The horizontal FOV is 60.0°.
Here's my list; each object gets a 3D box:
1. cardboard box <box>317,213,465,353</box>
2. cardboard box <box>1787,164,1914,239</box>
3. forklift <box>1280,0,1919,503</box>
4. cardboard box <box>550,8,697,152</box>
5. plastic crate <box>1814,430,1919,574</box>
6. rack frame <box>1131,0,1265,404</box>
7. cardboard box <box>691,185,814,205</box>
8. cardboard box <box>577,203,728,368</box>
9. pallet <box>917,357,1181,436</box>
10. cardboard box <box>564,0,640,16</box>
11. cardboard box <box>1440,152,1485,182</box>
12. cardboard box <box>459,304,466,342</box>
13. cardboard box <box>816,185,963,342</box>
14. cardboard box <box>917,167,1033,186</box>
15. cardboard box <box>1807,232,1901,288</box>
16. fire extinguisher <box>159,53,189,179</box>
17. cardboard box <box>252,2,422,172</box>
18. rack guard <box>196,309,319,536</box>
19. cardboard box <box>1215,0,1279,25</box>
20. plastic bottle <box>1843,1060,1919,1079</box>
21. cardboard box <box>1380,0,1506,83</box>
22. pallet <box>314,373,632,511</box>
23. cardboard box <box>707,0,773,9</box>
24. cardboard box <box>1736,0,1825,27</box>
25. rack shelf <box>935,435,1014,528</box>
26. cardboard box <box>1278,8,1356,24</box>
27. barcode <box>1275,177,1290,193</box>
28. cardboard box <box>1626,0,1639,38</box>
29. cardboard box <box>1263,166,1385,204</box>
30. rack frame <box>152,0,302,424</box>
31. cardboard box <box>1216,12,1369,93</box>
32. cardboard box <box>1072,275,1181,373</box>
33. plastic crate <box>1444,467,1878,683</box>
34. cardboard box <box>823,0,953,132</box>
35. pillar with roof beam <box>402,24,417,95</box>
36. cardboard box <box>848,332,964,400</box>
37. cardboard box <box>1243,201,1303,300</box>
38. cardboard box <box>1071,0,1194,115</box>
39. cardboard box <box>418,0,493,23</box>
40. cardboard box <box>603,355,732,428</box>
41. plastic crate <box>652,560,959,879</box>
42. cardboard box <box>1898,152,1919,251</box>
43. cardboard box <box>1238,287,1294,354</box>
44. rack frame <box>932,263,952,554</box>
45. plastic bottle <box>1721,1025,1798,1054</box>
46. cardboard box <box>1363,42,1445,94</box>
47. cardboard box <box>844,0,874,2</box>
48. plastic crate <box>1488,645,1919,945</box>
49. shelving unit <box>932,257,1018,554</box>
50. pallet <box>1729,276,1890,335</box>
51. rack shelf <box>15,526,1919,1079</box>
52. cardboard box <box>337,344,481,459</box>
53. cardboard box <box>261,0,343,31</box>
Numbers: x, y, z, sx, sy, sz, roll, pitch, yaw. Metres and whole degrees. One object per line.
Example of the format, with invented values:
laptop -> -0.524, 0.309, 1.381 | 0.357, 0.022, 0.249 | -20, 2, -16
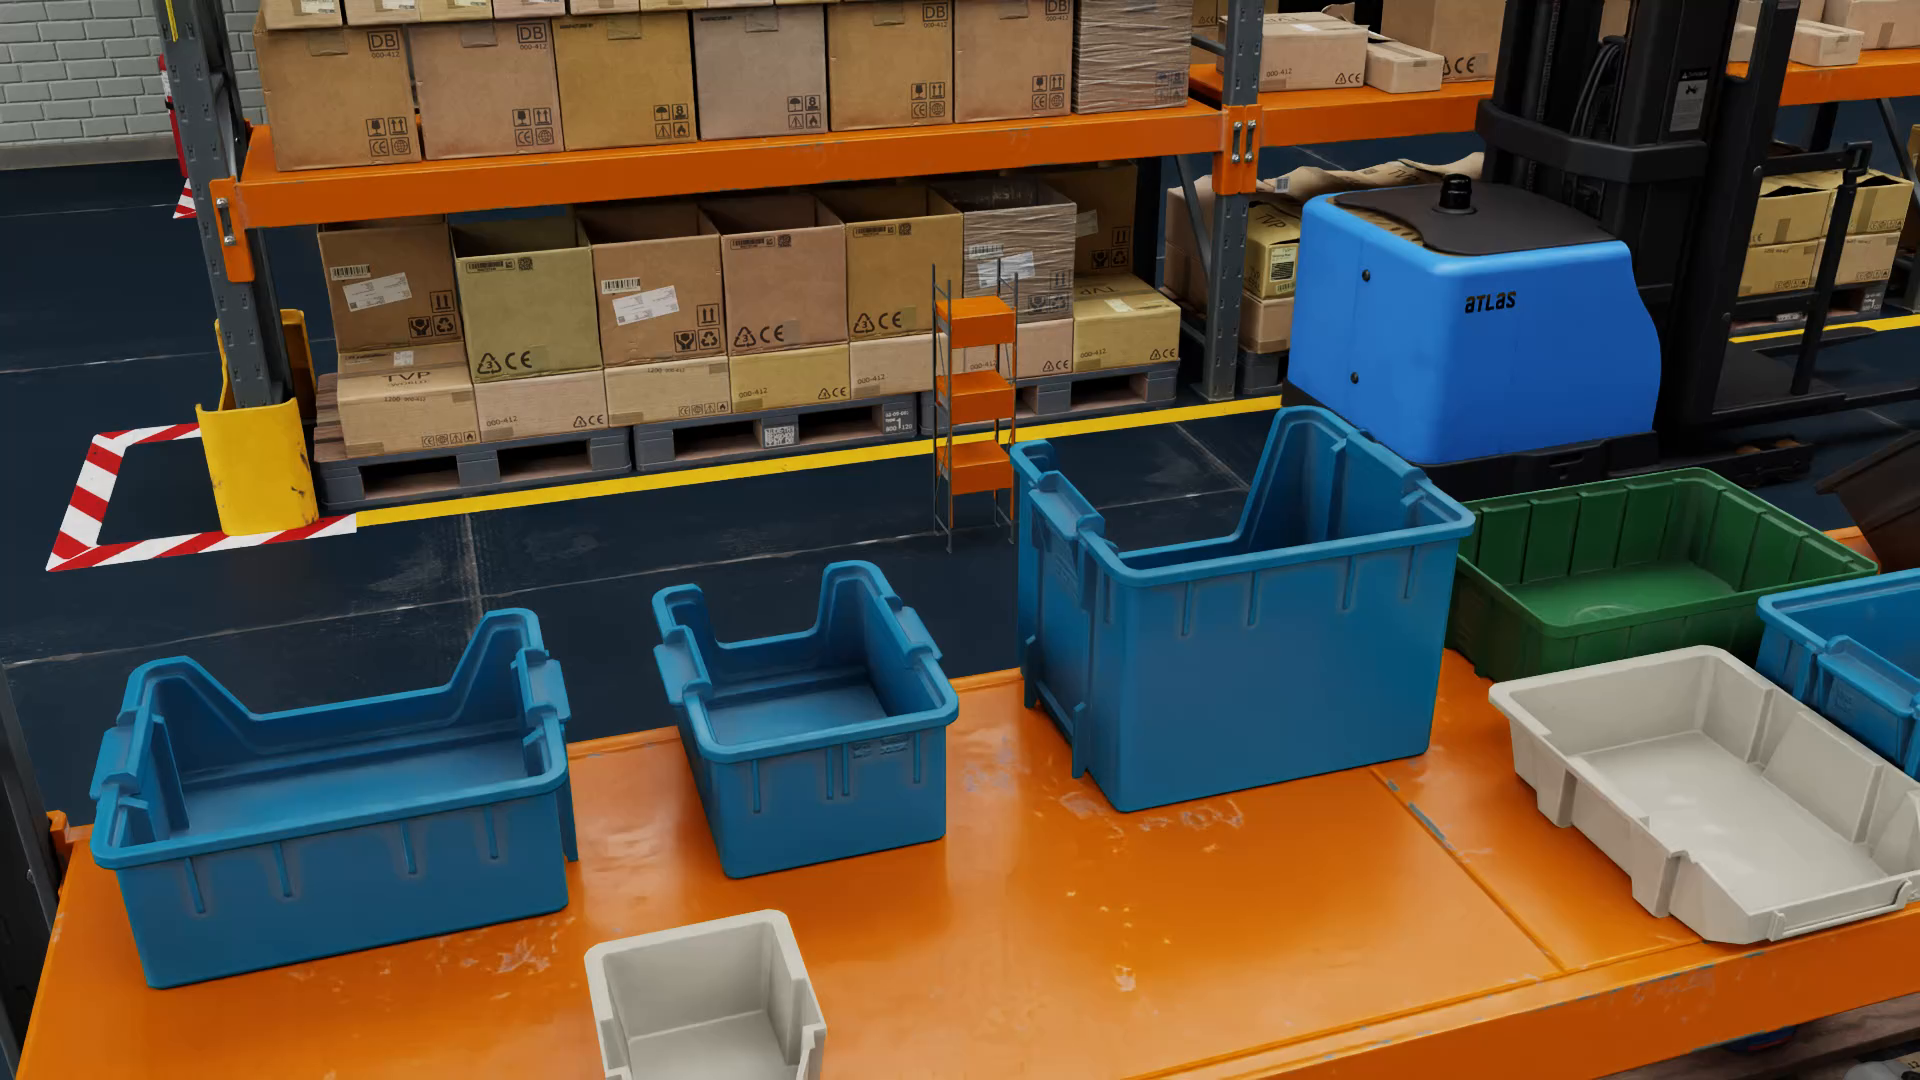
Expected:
cardboard box -> -2.358, -1.116, 6.902 | 0.500, 0.500, 0.500 | -8, 28, -16
cardboard box -> 4.409, -1.757, 8.405 | 0.500, 0.311, 0.500 | -8, 27, -15
forklift -> 2.915, -1.735, 6.449 | 3.031, 2.935, 1.130 | -9, 28, -17
cardboard box -> -1.356, -1.868, 6.527 | 0.500, 0.500, 0.700 | -8, 28, -16
plastic crate -> 2.021, -0.034, 3.015 | 0.504, 0.338, 0.767 | -8, 28, -16
rack frame -> 1.027, -2.175, 7.258 | 0.127, 3.000, 1.000 | -8, 28, -16
cardboard box -> -0.936, -1.328, 7.329 | 0.500, 0.500, 0.500 | -8, 28, -16
cardboard box -> -1.251, -1.040, 6.749 | 0.500, 0.500, 0.500 | -8, 28, -16
pallet -> 0.258, -0.834, 7.693 | 1.213, 0.211, 1.003 | -8, 28, -16
cardboard box -> -1.355, -2.065, 6.195 | 0.250, 0.149, 0.380 | -9, 28, -18
cardboard box -> 2.771, -1.769, 8.430 | 0.500, 0.311, 0.500 | -9, 28, -17
cardboard box -> -1.886, -0.853, 7.215 | 0.500, 0.250, 0.500 | -8, 28, -16
cardboard box -> -0.299, -1.177, 7.023 | 0.500, 0.500, 0.500 | -8, 28, -16
cardboard box -> 0.017, -1.464, 7.602 | 0.500, 0.500, 0.500 | -8, 28, -16
cardboard box -> 4.406, -1.507, 8.531 | 0.500, 0.250, 0.500 | -8, 27, -15
fire extinguisher -> -3.032, -1.770, 6.528 | 0.183, 0.674, 0.296 | -8, 28, -16
cardboard box -> -2.328, -1.728, 6.244 | 0.500, 0.500, 0.700 | -8, 28, -16
rack guard -> -2.799, -0.501, 6.697 | 0.348, 0.500, 1.175 | -8, 28, -16
cardboard box -> 2.063, -4.060, 12.527 | 0.500, 0.250, 0.500 | -8, 27, -15
plastic bottle -> 1.782, 1.121, 3.188 | 0.135, 0.276, 0.152 | -8, 28, -16
cardboard box -> 2.264, -2.391, 7.581 | 0.500, 0.500, 0.500 | -6, 27, -12
pallet -> -2.062, -0.498, 7.016 | 1.213, 0.211, 1.003 | -8, 28, -16
cardboard box -> -0.874, -2.134, 6.333 | 0.250, 0.149, 0.380 | -8, 27, -16
cardboard box -> 3.920, -2.645, 8.304 | 0.500, 0.311, 0.500 | -9, 28, -17
rack shelf -> 0.051, -0.219, 6.160 | 0.240, 0.259, 0.215 | -8, 28, -16
cardboard box -> 2.625, -3.776, 12.799 | 0.500, 0.500, 0.700 | -8, 27, -15
barcode -> 1.399, -1.541, 7.218 | 0.075, 0.075, 0.001 | -8, 28, -16
cardboard box -> 3.240, -2.533, 7.866 | 0.500, 0.500, 0.500 | -10, 28, -19
cardboard box -> 1.816, -1.634, 8.157 | 0.500, 0.311, 0.500 | -7, 27, -15
rack frame -> -2.776, -1.624, 6.148 | 0.127, 3.000, 1.000 | -8, 28, -16
cardboard box -> 1.482, -2.194, 7.465 | 0.500, 0.250, 0.500 | -7, 27, -13
cardboard box -> 0.654, -0.975, 7.461 | 0.500, 0.250, 0.500 | -8, 28, -16
plastic crate -> 1.180, 0.082, 2.949 | 0.662, 0.188, 0.450 | -8, 28, -16
cardboard box -> -0.370, -2.013, 6.819 | 0.500, 0.500, 0.700 | -8, 27, -15
pillar with roof beam -> -2.583, -5.047, 6.296 | 0.400, 9.000, 9.100 | -8, 28, -16
cardboard box -> -0.295, -0.835, 7.179 | 0.500, 0.250, 0.500 | -8, 28, -16
cardboard box -> 1.497, -1.334, 7.553 | 0.500, 0.311, 0.500 | -8, 28, -16
cardboard box -> 0.607, -2.156, 7.107 | 0.500, 0.500, 0.700 | -9, 28, -17
cardboard box -> -1.848, -1.994, 6.051 | 0.250, 0.149, 0.380 | -8, 28, -16
cardboard box -> -1.247, -0.699, 6.906 | 0.500, 0.250, 0.500 | -8, 28, -16
plastic crate -> -0.243, 0.255, 2.530 | 0.408, 0.251, 0.499 | -8, 28, -16
cardboard box -> 5.352, -1.745, 8.708 | 0.500, 0.500, 0.500 | -7, 27, -14
cardboard box -> 1.488, -1.082, 7.677 | 0.500, 0.250, 0.500 | -9, 28, -17
rack frame -> -0.065, -0.461, 5.998 | 0.008, 1.050, 0.200 | -8, 28, -16
plastic bottle -> 1.706, 0.906, 3.536 | 0.185, 0.351, 0.144 | -8, 28, -16
cardboard box -> 1.933, -2.098, 7.385 | 0.250, 0.149, 0.380 | -8, 28, -16
cardboard box -> -0.373, -2.208, 6.482 | 0.250, 0.149, 0.380 | -7, 27, -15
plastic crate -> 1.092, 0.369, 2.430 | 0.437, 0.136, 0.530 | -8, 28, -16
shelving unit -> 0.051, -0.478, 6.031 | 0.252, 1.050, 0.215 | -8, 28, -16
pallet -> 4.036, -1.380, 8.792 | 1.213, 0.211, 1.003 | -8, 28, -16
rack shelf -> 0.656, 0.518, 2.643 | 4.000, 0.370, 1.077 | -8, 28, -16
cardboard box -> -2.197, -0.560, 6.625 | 0.500, 0.250, 0.500 | -8, 28, -16
cardboard box -> -2.336, -1.922, 5.907 | 0.250, 0.149, 0.380 | -8, 28, -16
